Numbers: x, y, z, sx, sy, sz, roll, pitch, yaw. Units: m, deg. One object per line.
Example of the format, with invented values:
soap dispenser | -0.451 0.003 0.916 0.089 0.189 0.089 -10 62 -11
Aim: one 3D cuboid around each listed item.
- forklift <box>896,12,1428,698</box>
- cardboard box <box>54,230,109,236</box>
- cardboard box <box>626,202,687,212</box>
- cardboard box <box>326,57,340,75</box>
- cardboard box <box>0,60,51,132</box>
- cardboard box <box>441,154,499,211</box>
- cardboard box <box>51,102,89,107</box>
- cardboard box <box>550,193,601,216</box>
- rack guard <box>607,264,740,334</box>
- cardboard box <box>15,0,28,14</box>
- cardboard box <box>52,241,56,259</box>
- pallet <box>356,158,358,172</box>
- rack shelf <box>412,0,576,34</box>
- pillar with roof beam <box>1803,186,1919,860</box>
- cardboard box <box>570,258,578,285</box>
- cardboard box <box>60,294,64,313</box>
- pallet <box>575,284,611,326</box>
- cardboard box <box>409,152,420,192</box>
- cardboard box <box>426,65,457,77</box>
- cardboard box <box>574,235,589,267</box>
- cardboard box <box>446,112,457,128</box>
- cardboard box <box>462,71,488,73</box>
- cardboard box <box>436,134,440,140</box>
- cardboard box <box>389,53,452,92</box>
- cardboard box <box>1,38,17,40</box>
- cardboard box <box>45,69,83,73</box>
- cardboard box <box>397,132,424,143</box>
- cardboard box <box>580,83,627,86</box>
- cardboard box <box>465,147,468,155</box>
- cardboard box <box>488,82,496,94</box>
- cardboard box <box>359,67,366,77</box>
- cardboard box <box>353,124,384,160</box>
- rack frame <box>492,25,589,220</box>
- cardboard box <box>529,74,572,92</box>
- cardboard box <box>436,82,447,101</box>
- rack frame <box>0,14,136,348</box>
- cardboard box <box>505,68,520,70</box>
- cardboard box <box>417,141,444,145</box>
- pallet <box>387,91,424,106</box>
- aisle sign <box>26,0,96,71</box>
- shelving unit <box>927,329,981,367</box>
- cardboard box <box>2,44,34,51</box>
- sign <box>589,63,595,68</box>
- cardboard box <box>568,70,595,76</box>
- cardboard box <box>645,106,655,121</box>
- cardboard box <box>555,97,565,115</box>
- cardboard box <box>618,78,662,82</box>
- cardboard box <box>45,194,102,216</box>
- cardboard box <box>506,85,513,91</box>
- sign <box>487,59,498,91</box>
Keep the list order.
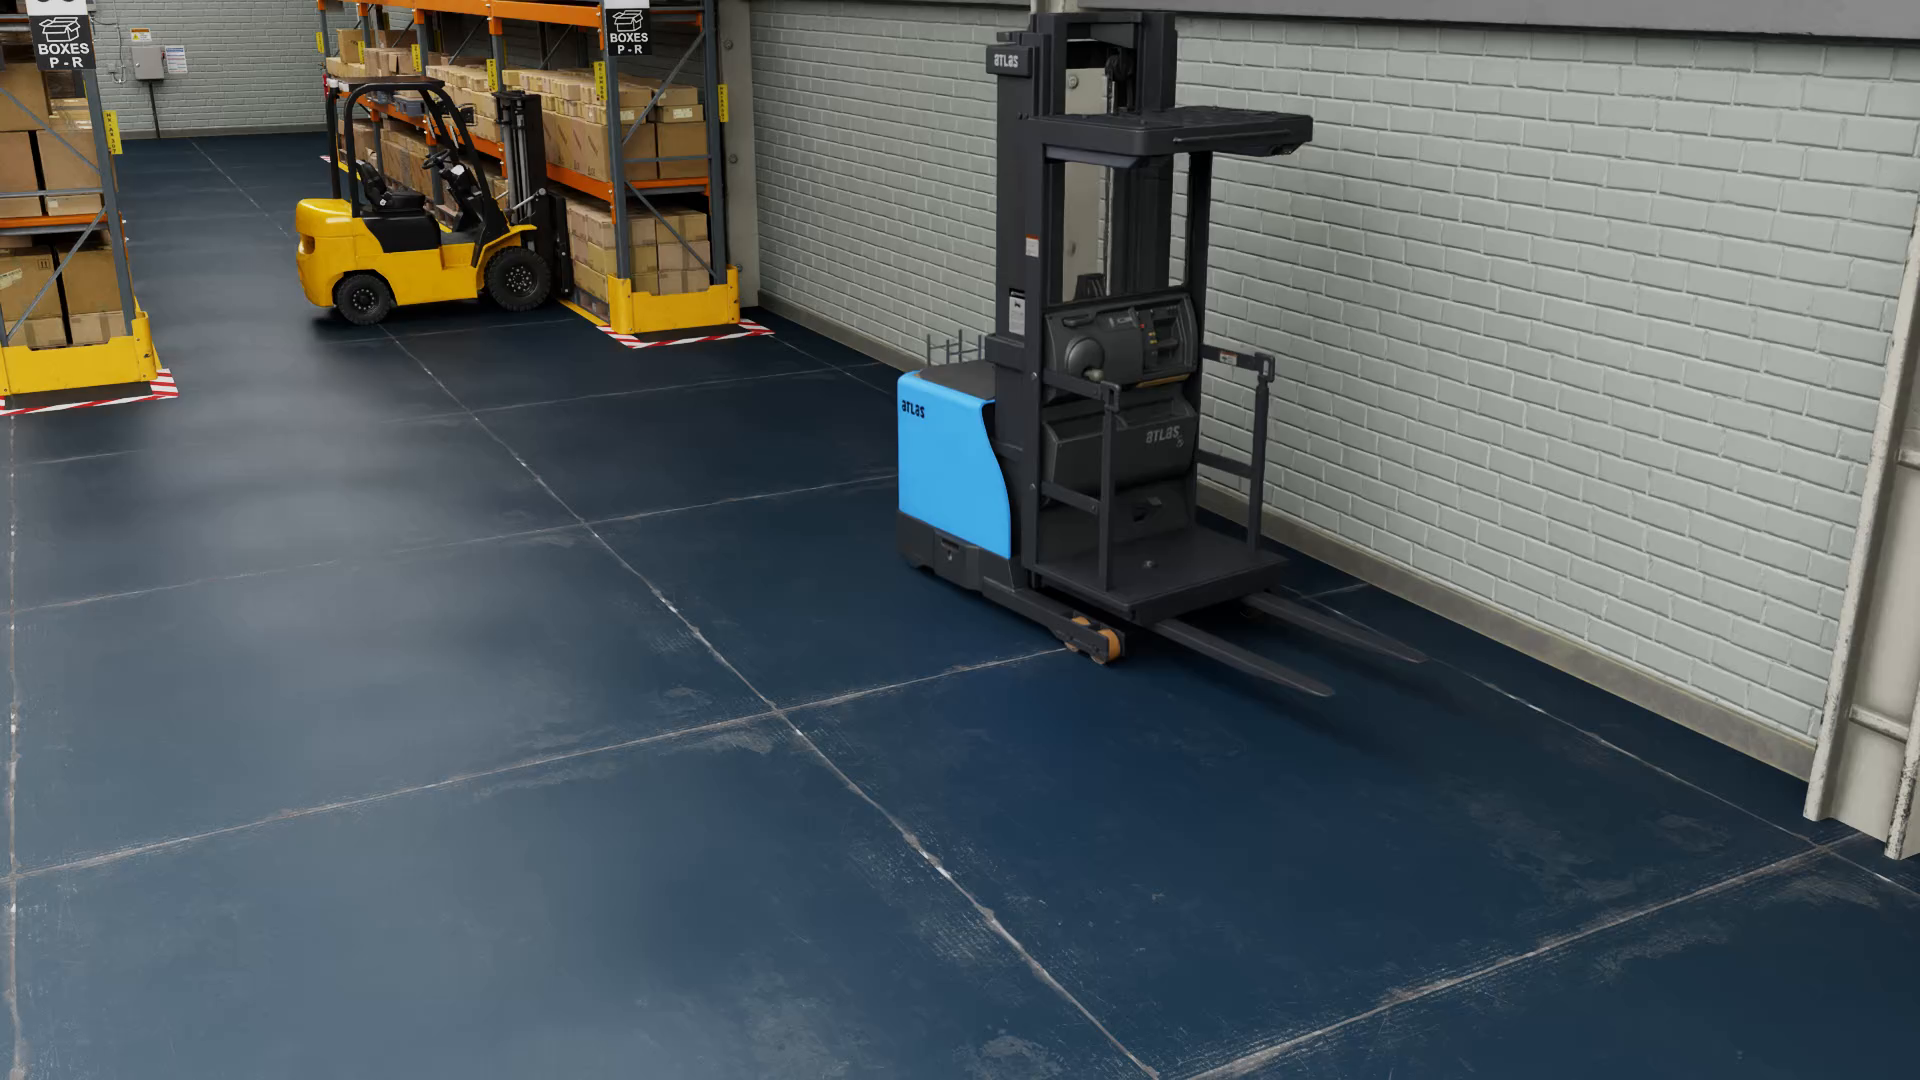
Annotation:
forklift | 0.923 -0.974 7.962 1.130 2.935 3.031 -13 23 -34
cardboard box | -7.638 -2.472 14.617 0.500 0.500 0.500 -10 21 -26
cardboard box | -2.939 -3.094 16.038 0.500 0.250 0.500 -10 21 -27
cardboard box | -10.256 -7.903 27.710 0.500 0.250 0.500 -10 21 -26
cardboard box | -7.438 -3.416 12.790 0.700 0.500 0.500 -11 22 -28
cardboard box | -6.152 -4.604 21.371 0.875 0.625 0.625 -9 21 -25
cardboard box | -8.223 -3.743 15.271 0.500 0.500 0.500 -9 21 -25
cardboard box | -3.860 -3.303 16.645 0.500 0.250 0.500 -10 22 -28
rack guard | -2.625 -2.224 15.310 1.175 0.500 0.348 -10 21 -27
cardboard box | -7.079 -4.149 12.843 0.380 0.149 0.250 -11 22 -28
cardboard box | -8.596 -2.681 15.224 0.500 0.500 0.500 -9 21 -24
pallet | -9.244 -6.087 26.948 1.003 0.211 1.213 -10 21 -27
rack shelf | -5.486 -6.213 19.542 1.077 0.370 4.000 -10 21 -27
pillar with roof beam | -0.265 -2.476 3.012 9.100 9.000 0.400 -10 21 -27
cardboard box | -3.595 -2.686 16.389 0.500 0.250 0.500 -10 21 -26
cardboard box | -8.343 -2.175 14.907 0.500 0.250 0.500 -10 22 -27
pallet | -3.037 -2.307 15.994 1.003 0.211 1.213 -10 21 -27
cardboard box | -7.305 -5.109 23.027 0.500 0.500 0.500 -9 21 -24
cardboard box | -6.544 -5.926 21.058 0.380 0.149 0.250 -9 21 -25
cardboard box | -3.372 -2.784 15.907 0.500 0.250 0.500 -10 22 -27
cardboard box | -5.955 -5.181 20.277 0.500 0.250 0.500 -11 22 -28
cardboard box | -5.713 -5.497 19.816 0.380 0.149 0.250 -10 21 -27
cardboard box | -7.426 -5.820 24.093 0.380 0.149 0.250 -9 21 -25
cardboard box | -7.374 -6.396 22.767 0.797 0.503 0.637 -11 22 -28
cardboard box | -11.759 -5.856 20.319 0.500 0.500 0.500 -10 21 -27
cardboard box | -8.815 -4.674 16.330 0.380 0.149 0.250 -10 21 -27
cardboard box | -7.925 -5.821 24.095 0.380 0.149 0.250 -10 22 -28
cardboard box | -3.338 -4.197 15.592 0.380 0.149 0.250 -10 21 -26
cardboard box | -6.512 -5.311 22.618 0.380 0.149 0.250 -9 21 -25
cardboard box | -5.032 -5.050 18.519 0.380 0.149 0.250 -10 22 -27
cardboard box | -8.792 -7.035 25.195 0.500 0.250 0.500 -9 21 -25
cardboard box | -9.493 -6.413 26.807 0.500 0.500 0.500 -10 21 -26
rack frame | -4.536 -4.561 18.250 1.000 3.000 0.127 -10 21 -27
cardboard box | -4.134 -4.625 16.832 0.380 0.149 0.250 -10 22 -28
cardboard box | -6.203 -5.565 20.625 0.500 0.250 0.500 -9 21 -25
rack frame | -7.003 -2.643 12.691 1.000 3.000 0.127 -10 21 -27
cardboard box | -5.578 -5.713 20.440 0.380 0.149 0.250 -10 21 -27
cardboard box | -7.222 -5.374 22.800 0.380 0.149 0.250 -9 21 -25
pallet | -7.363 -6.176 23.225 1.003 0.211 1.213 -10 21 -27
aisle sign | -6.701 -3.902 12.354 0.394 0.787 0.004 -10 21 -27
shelving unit | -0.033 -0.580 9.471 0.258 1.200 0.189 -13 23 -34
cardboard box | -8.885 -4.291 15.327 0.700 0.500 0.500 -10 22 -27
sign | -4.049 -5.094 18.346 0.100 0.325 0.005 -10 21 -27
cardboard box | -3.899 -4.858 17.508 0.380 0.149 0.250 -10 22 -27
cardboard box | -2.743 -3.965 15.375 0.380 0.149 0.250 -10 21 -27
cardboard box | -3.679 -4.187 16.019 0.380 0.149 0.250 -10 21 -26
cardboard box | -3.130 -4.426 16.256 0.380 0.149 0.250 -11 22 -28
cardboard box | -6.983 -2.653 13.107 0.380 0.149 0.250 -10 21 -26
cardboard box | -4.616 -4.782 17.744 0.380 0.149 0.250 -10 22 -28
sign | -5.009 -4.984 17.822 0.100 0.325 0.005 -10 21 -27
